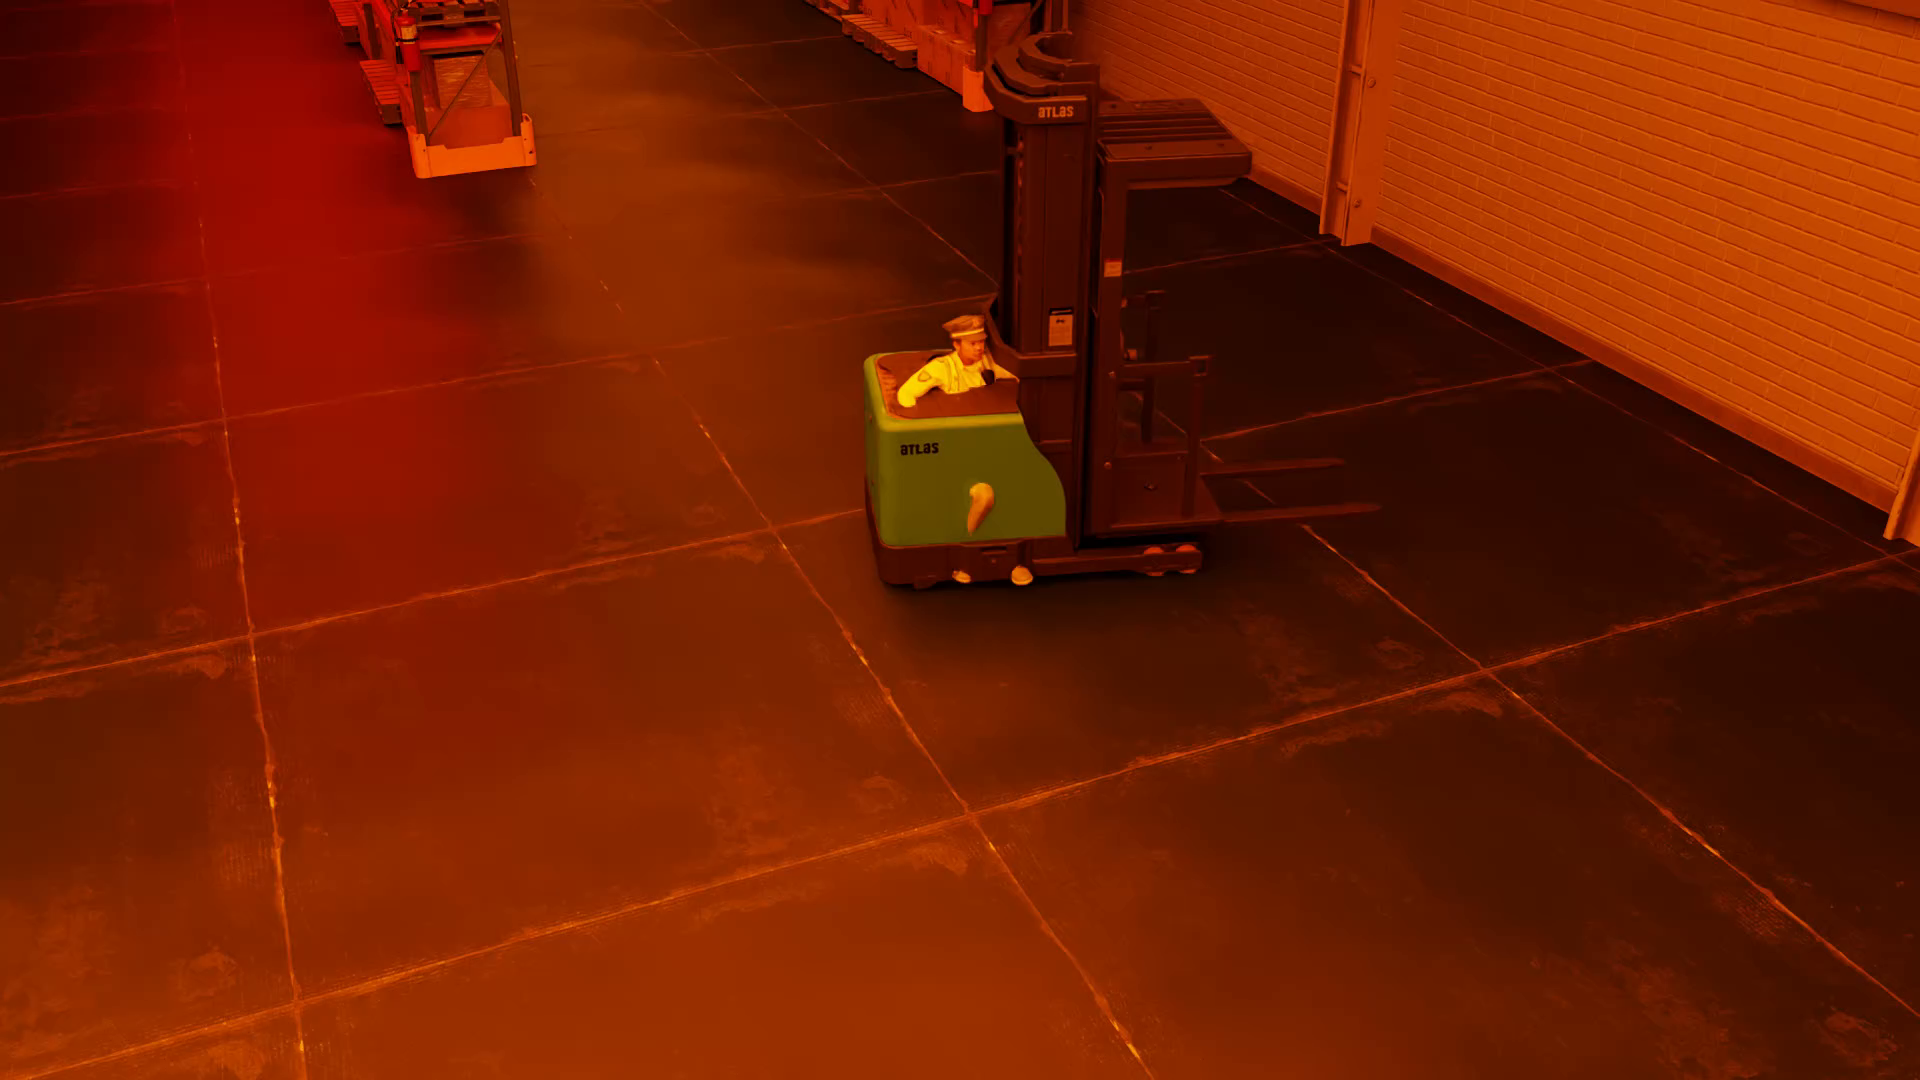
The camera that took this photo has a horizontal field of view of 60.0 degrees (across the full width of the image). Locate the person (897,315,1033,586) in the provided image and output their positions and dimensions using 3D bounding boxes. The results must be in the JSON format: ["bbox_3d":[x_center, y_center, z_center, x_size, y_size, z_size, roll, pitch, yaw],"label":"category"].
[{"bbox_3d":[0.146,-0.512,9.372,0.918,1.451,0.814,-22,36,-33],"label":"person"}]

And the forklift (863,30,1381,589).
[{"bbox_3d":[0.975,-1.316,9.422,3.031,2.935,1.130,-4,30,-7],"label":"forklift"}]
